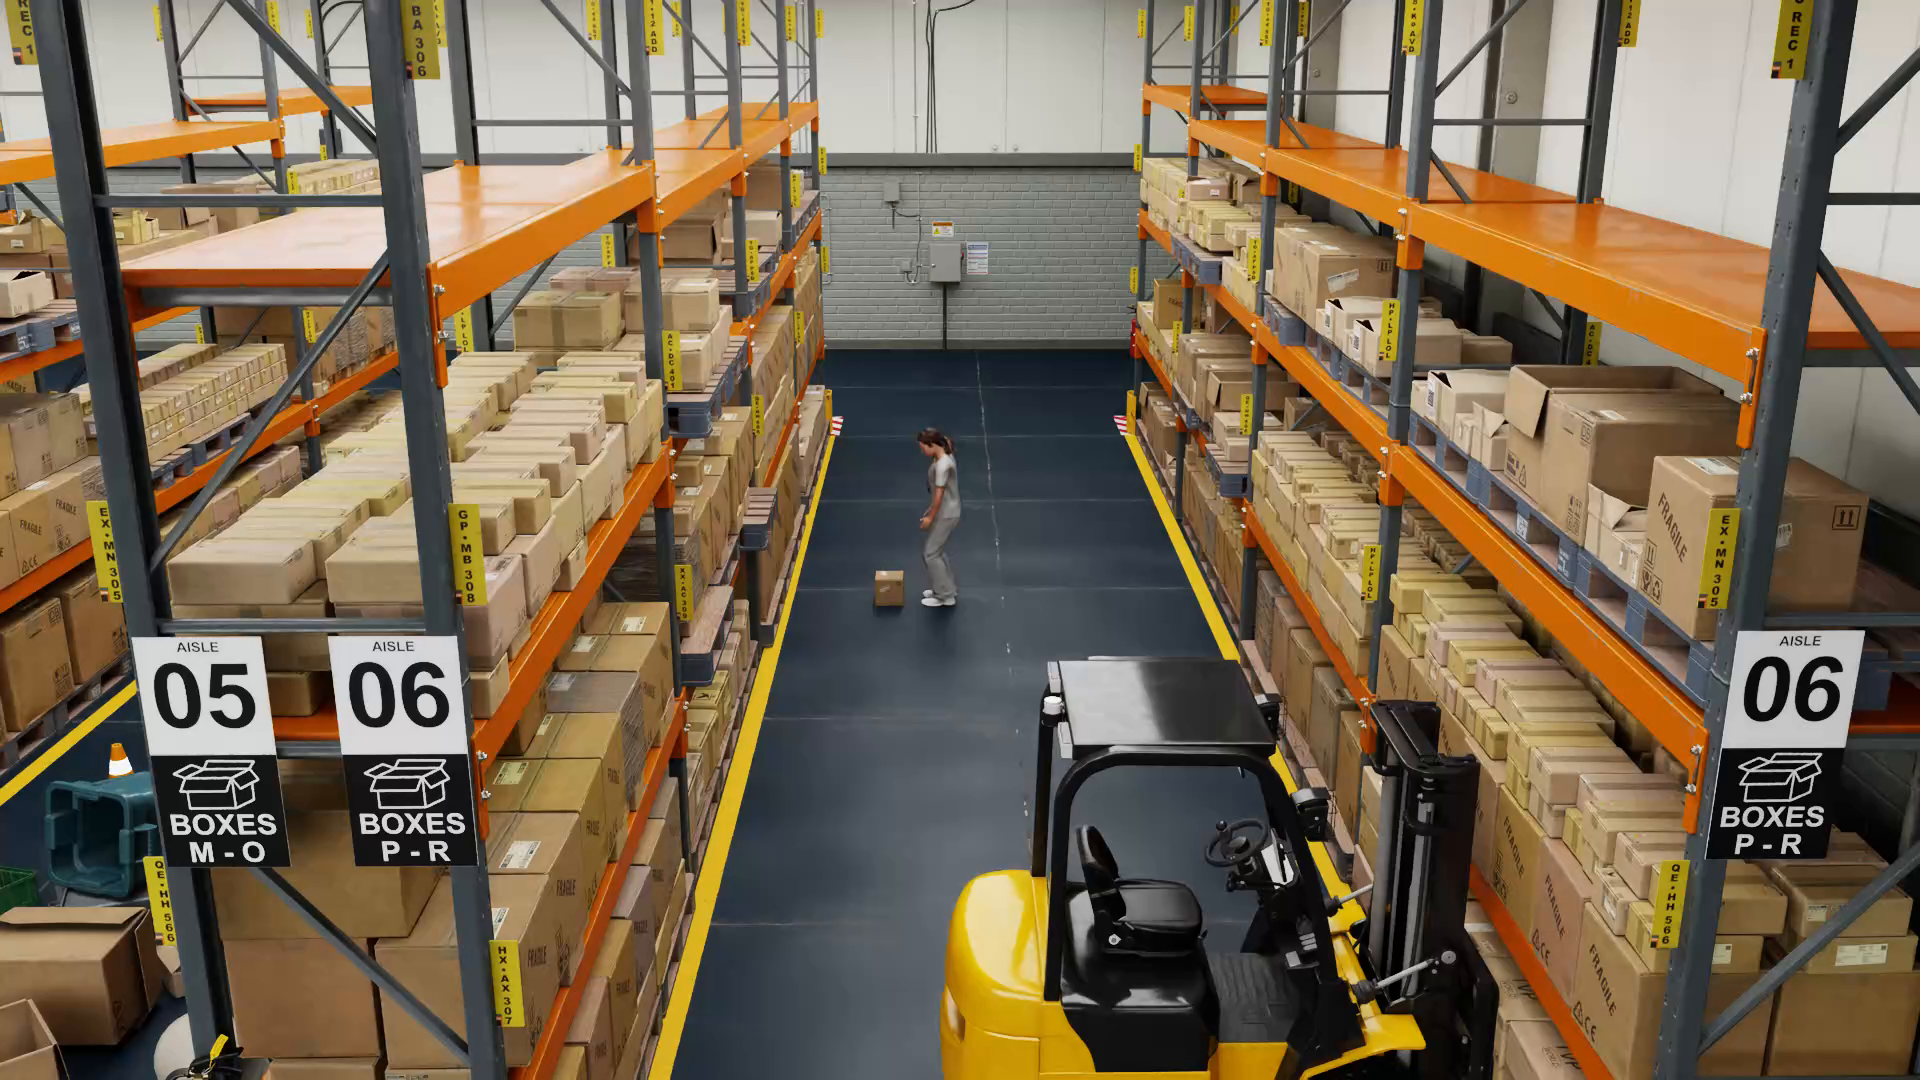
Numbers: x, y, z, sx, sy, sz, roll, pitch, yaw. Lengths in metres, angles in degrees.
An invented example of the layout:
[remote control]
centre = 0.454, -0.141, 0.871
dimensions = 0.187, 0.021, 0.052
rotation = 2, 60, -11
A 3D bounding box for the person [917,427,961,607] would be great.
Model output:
[person]
centre = -0.183, -0.213, 14.834
dimensions = 0.388, 1.627, 0.461
rotation = 0, 17, 1
